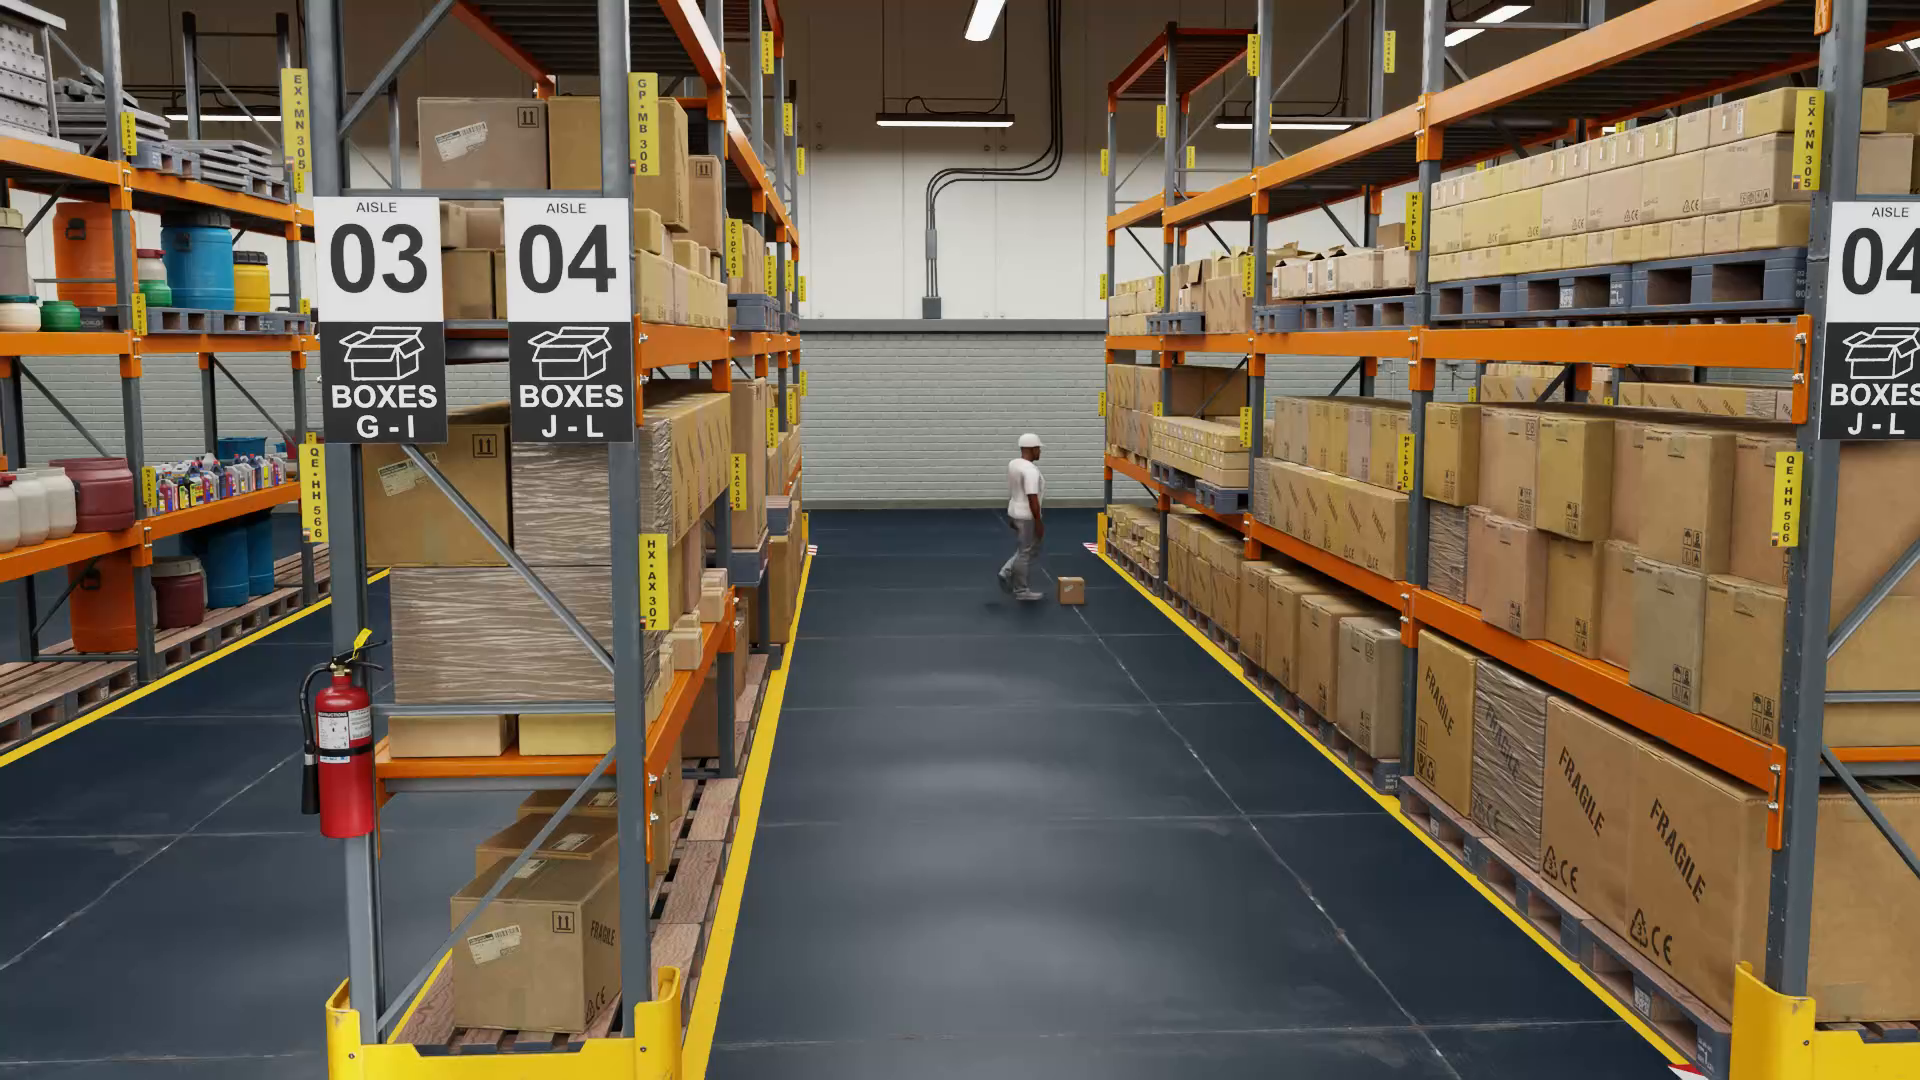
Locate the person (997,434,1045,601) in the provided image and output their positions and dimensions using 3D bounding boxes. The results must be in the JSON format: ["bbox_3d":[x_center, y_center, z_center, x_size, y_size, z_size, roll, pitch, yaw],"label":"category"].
[{"bbox_3d":[0.674,-0.234,17.435,0.497,1.765,0.645,-2,7,-15],"label":"person"}]
